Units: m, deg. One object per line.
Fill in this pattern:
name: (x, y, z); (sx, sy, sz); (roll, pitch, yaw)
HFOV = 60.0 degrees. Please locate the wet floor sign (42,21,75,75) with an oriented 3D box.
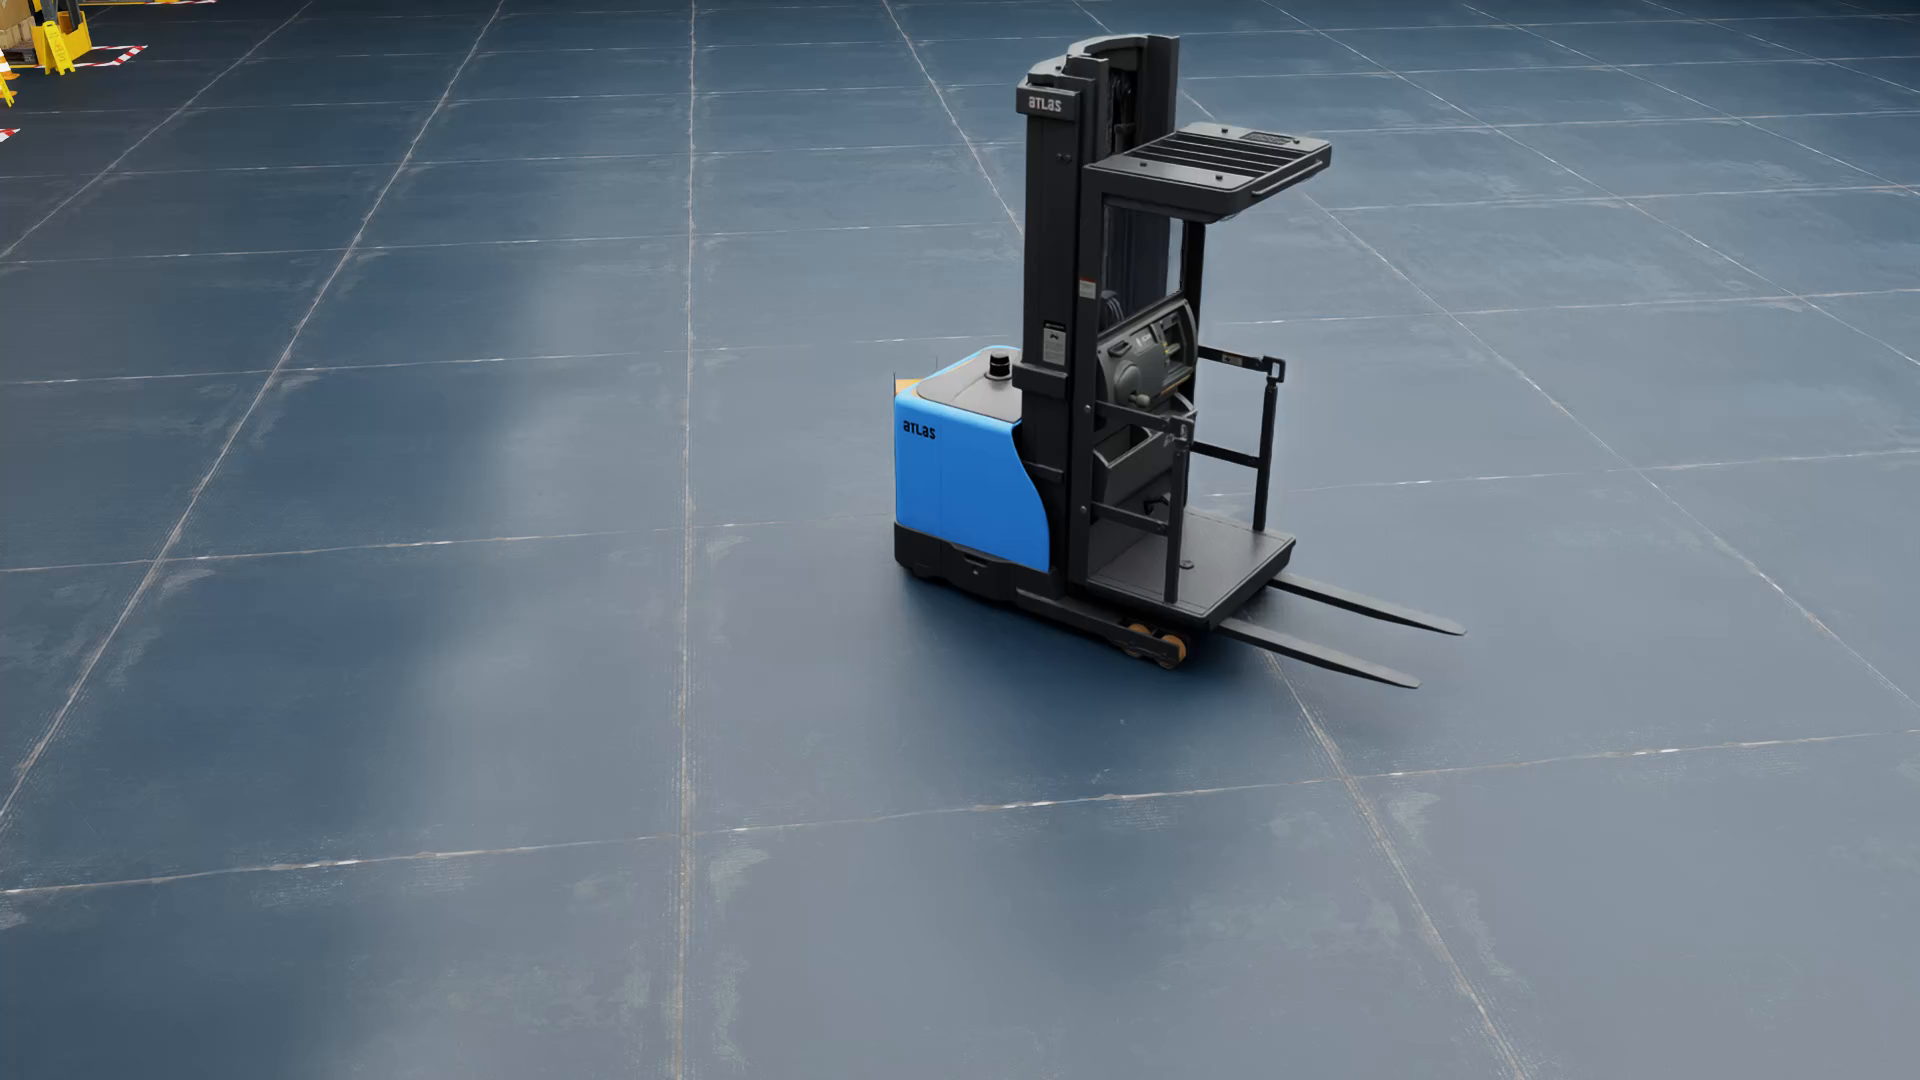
wet floor sign: (-11.661, -6.345, 21.409); (0.232, 0.644, 0.267); (6, 28, 11)

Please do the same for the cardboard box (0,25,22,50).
cardboard box: (-12.785, -6.653, 21.982); (0.500, 0.250, 0.500); (-4, 27, -7)

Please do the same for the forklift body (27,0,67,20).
forklift body: (-14.317, -8.785, 24.515); (1.214, 2.155, 2.313); (-4, 27, -7)

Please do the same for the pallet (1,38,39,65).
pallet: (-12.883, -6.583, 22.348); (1.213, 0.211, 1.003); (-4, 27, -7)

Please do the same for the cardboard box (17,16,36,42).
cardboard box: (-12.836, -6.901, 22.466); (0.500, 0.250, 0.500); (-4, 27, -8)

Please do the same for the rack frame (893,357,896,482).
rack frame: (-0.373, -0.533, 9.639); (0.008, 1.050, 0.200); (-1, 27, -3)

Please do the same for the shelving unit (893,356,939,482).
shelving unit: (-0.251, -0.536, 9.645); (0.252, 1.050, 0.215); (-1, 27, -3)

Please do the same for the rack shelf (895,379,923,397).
rack shelf: (-0.251, -0.779, 9.520); (0.240, 0.259, 0.215); (-1, 27, -3)

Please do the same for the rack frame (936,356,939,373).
rack frame: (-0.129, -0.539, 9.650); (0.008, 1.050, 0.200); (-1, 27, -3)

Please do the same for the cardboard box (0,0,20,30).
cardboard box: (-12.755, -6.992, 21.822); (0.500, 0.500, 0.500); (-4, 27, -7)

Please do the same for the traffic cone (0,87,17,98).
traffic cone: (-11.753, -5.645, 20.244); (0.334, 0.463, 0.336); (-4, 27, -7)

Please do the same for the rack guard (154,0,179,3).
rack guard: (-12.670, -8.997, 26.737); (0.348, 0.500, 1.175); (-4, 27, -7)

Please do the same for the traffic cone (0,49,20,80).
traffic cone: (-12.244, -6.125, 21.180); (0.334, 0.463, 0.336); (-4, 27, -7)

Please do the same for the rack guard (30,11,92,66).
rack guard: (-12.073, -6.747, 22.352); (0.348, 0.500, 1.175); (-4, 27, -7)

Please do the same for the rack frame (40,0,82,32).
rack frame: (-11.998, -7.864, 21.791); (0.127, 3.000, 1.000); (-4, 27, -7)

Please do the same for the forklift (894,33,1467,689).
forklift: (1.126, -0.927, 8.345); (3.031, 2.935, 1.130); (18, 32, 31)

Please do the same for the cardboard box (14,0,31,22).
cardboard box: (-12.859, -7.233, 22.292); (0.500, 0.500, 0.500); (-5, 28, -9)

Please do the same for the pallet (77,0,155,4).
pallet: (-13.445, -8.800, 26.668); (1.213, 0.211, 1.003); (-4, 27, -7)

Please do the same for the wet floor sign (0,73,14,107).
wet floor sign: (-11.456, -5.482, 19.728); (0.232, 0.644, 0.267); (-8, 28, -16)
